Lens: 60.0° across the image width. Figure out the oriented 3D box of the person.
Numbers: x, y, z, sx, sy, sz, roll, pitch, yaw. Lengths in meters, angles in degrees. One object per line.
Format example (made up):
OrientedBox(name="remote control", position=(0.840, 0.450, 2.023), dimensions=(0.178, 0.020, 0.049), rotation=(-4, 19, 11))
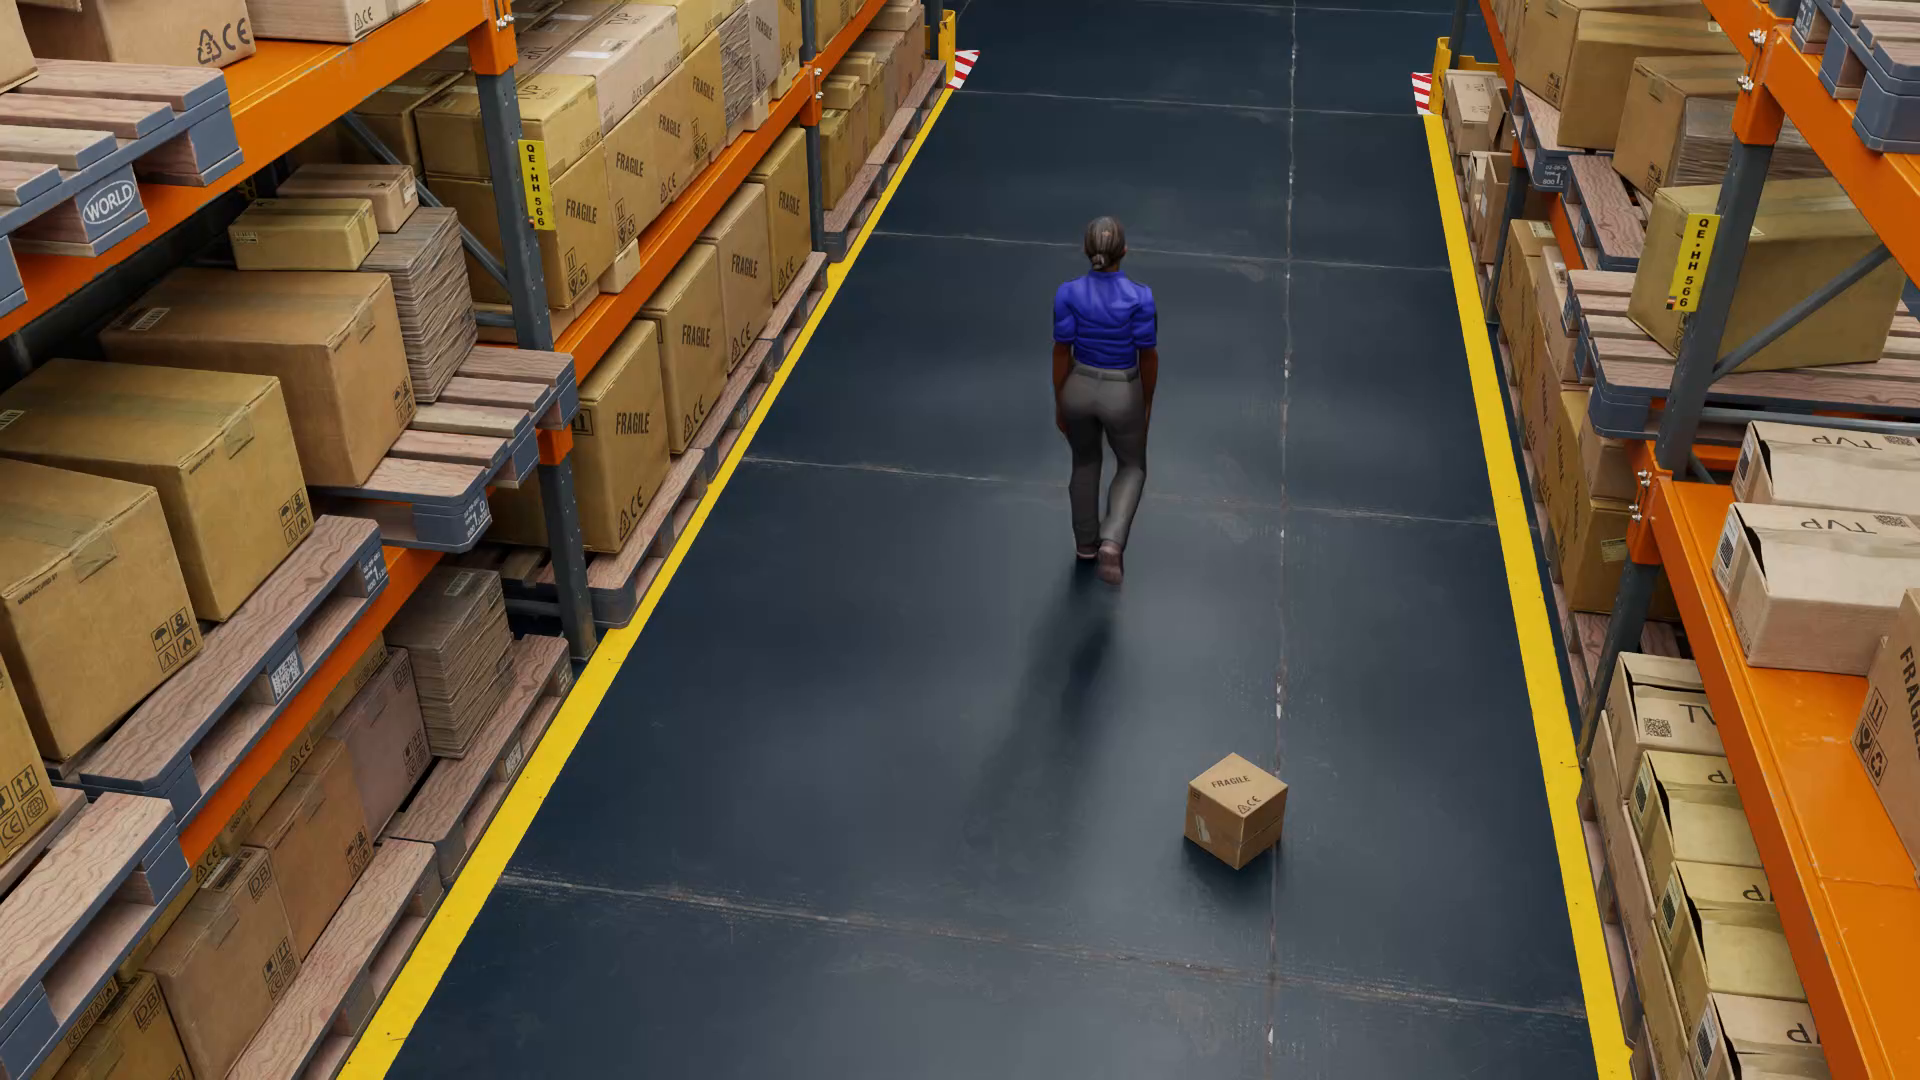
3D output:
OrientedBox(name="person", position=(0.598, -0.575, 7.011), dimensions=(0.441, 1.633, 0.640), rotation=(8, 33, 12))
